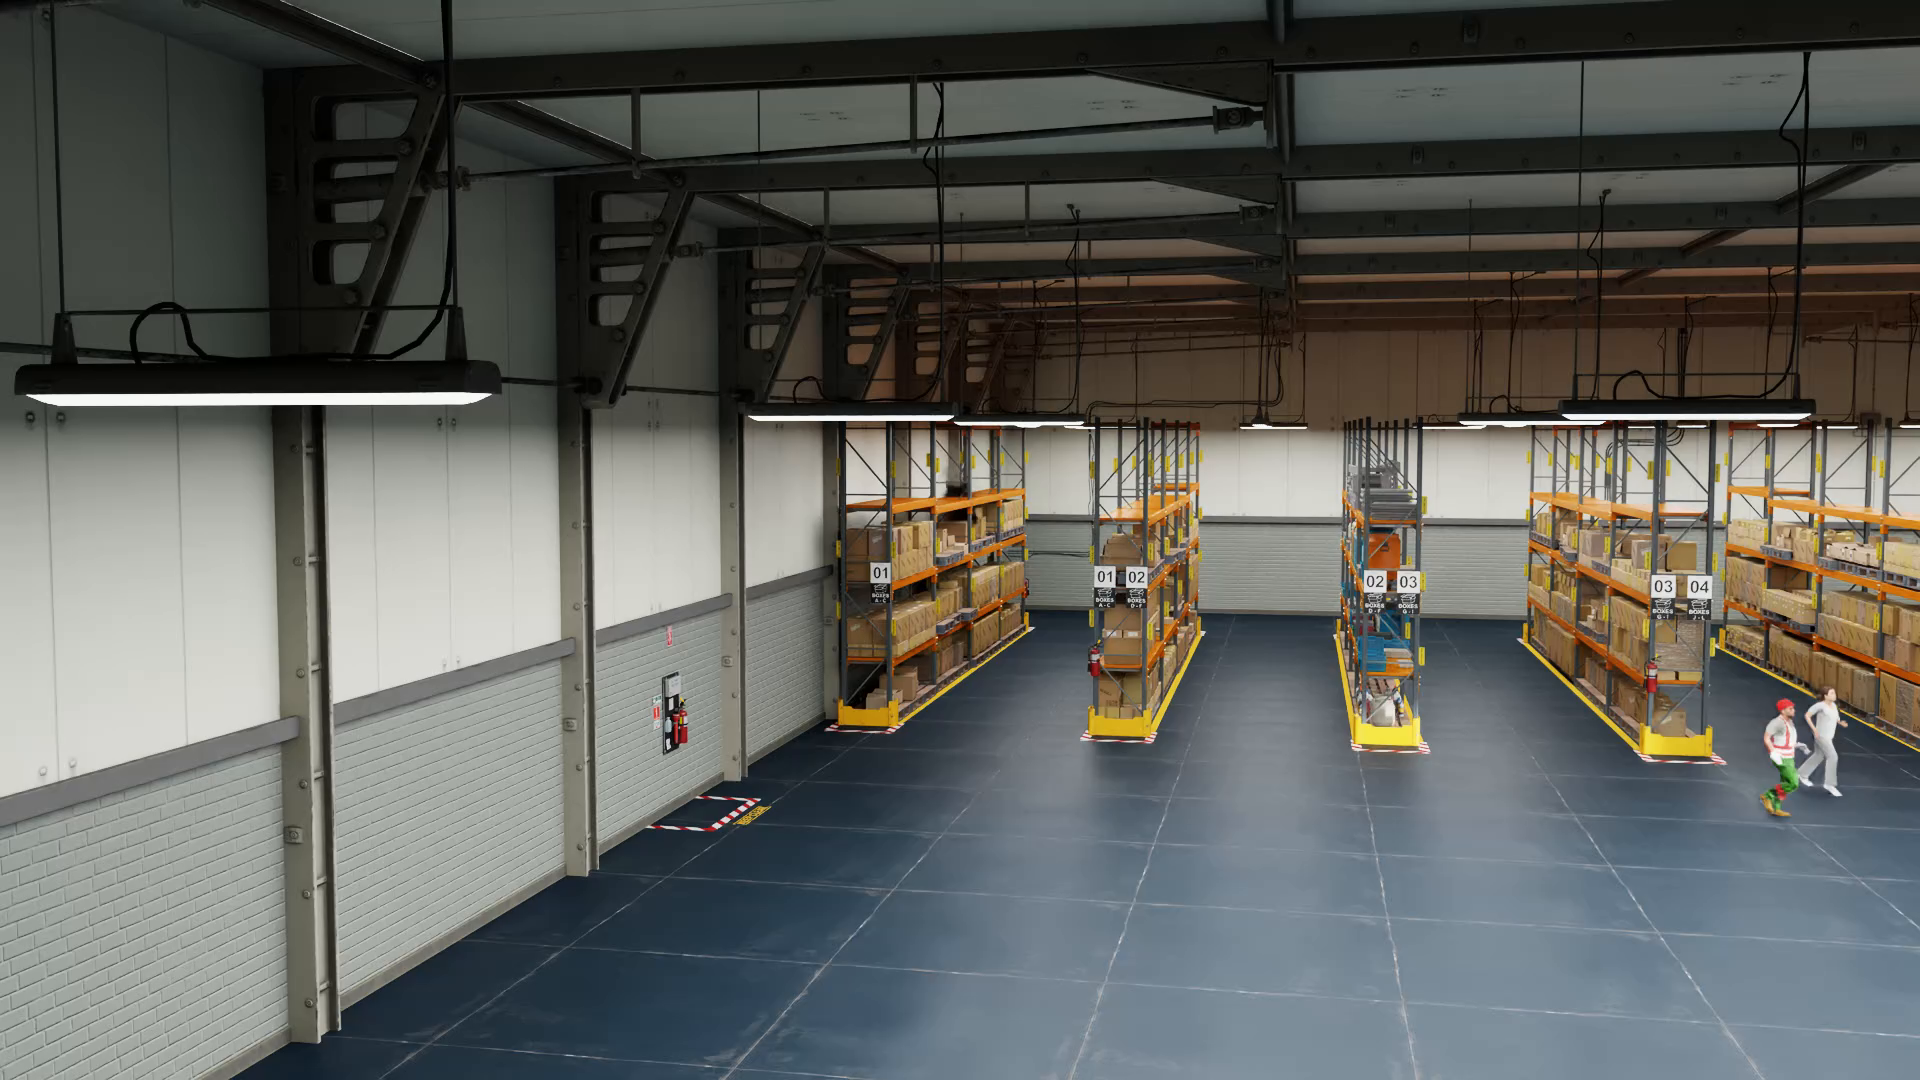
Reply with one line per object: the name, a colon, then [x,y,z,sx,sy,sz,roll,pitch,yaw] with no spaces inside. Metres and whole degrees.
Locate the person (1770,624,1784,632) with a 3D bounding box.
person: [21.968,1.971,45.037,0.770,1.708,0.687,0,4,5]

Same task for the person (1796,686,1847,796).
person: [13.723,3.164,26.507,0.562,1.713,0.799,-3,5,-39]

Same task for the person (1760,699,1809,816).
person: [12.285,3.239,24.754,0.584,1.749,0.669,3,5,42]
